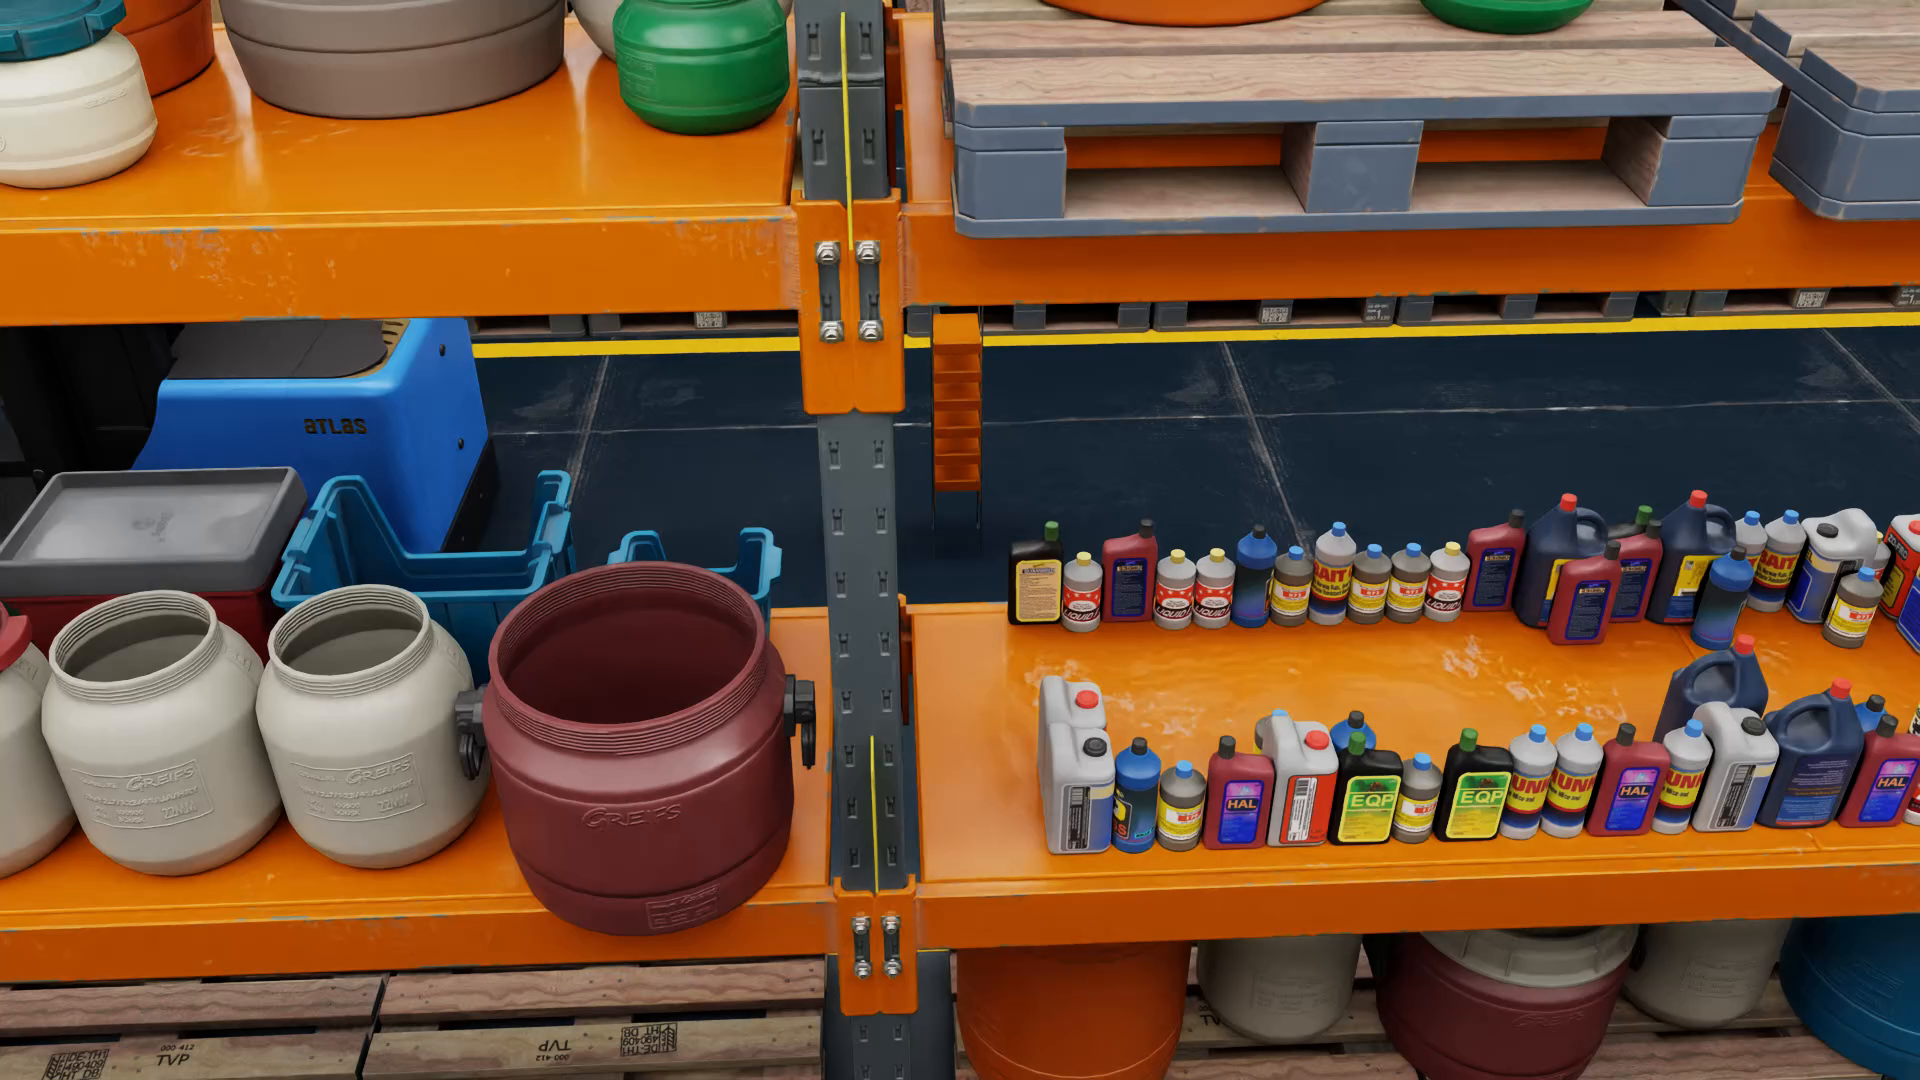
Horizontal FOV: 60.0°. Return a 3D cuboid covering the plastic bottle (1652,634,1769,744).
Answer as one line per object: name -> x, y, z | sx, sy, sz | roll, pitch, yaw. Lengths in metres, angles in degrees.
plastic bottle -> 1.653, 0.356, 3.643 | 0.185, 0.351, 0.144 | -2, 35, -2

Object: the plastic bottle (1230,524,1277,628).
plastic bottle -> 0.727, 0.081, 4.110 | 0.097, 0.271, 0.097 | 0, 35, 0

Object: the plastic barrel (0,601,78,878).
plastic barrel -> -2.062, 0.405, 3.409 | 0.433, 0.535, 0.433 | 0, 35, 0

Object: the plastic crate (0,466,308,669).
plastic crate -> -1.826, 0.129, 3.871 | 0.583, 0.464, 0.402 | -2, 35, -2

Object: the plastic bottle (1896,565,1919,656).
plastic bottle -> 2.400, 0.136, 4.026 | 0.135, 0.276, 0.152 | -2, 35, -2

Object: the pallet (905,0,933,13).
pallet -> 0.245, -2.509, 7.908 | 1.003, 0.211, 1.213 | -2, 35, -2

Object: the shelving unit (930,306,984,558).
shelving unit -> -0.014, -0.493, 6.408 | 0.189, 1.200, 0.258 | -2, 35, -2

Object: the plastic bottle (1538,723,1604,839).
plastic bottle -> 1.290, 0.498, 3.507 | 0.097, 0.271, 0.097 | 0, 35, 0

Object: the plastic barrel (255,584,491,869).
plastic barrel -> -1.215, 0.389, 3.454 | 0.421, 0.512, 0.421 | 0, 35, 0

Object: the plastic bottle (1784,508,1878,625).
plastic bottle -> 2.161, 0.056, 4.142 | 0.135, 0.276, 0.152 | -2, 35, -2

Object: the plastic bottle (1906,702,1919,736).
plastic bottle -> 2.160, 0.388, 3.666 | 0.097, 0.271, 0.097 | 0, 35, 0

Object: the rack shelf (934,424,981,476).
rack shelf -> -0.014, -0.358, 6.502 | 0.180, 0.103, 0.258 | -2, 35, -2

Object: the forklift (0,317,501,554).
forklift -> -3.429, -1.122, 5.796 | 3.031, 2.935, 1.130 | 0, 35, -1

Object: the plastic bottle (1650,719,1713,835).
plastic bottle -> 1.521, 0.492, 3.516 | 0.097, 0.271, 0.097 | 0, 35, 0

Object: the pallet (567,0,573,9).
pallet -> -2.663, -4.148, 12.558 | 1.213, 0.211, 1.003 | -2, 35, -2

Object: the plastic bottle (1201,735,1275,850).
plastic bottle -> 0.580, 0.523, 3.461 | 0.133, 0.283, 0.061 | -2, 35, -2

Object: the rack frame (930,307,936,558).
rack frame -> -0.106, -0.491, 6.404 | 0.006, 1.200, 0.240 | -2, 35, -2

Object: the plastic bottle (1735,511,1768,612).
plastic bottle -> 1.947, 0.048, 4.157 | 0.097, 0.271, 0.097 | 0, 35, 0

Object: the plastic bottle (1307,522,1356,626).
plastic bottle -> 0.922, 0.076, 4.117 | 0.097, 0.271, 0.097 | 0, 35, 0

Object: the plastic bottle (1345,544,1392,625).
plastic bottle -> 1.019, 0.102, 4.141 | 0.097, 0.201, 0.097 | 0, 35, 0

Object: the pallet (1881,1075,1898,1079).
pallet -> 3.025, 1.322, 4.654 | 1.213, 0.211, 1.003 | -2, 35, -2

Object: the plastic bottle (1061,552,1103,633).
plastic bottle -> 0.302, 0.121, 4.113 | 0.097, 0.201, 0.097 | 0, 35, 0

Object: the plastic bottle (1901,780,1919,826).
plastic bottle -> 2.070, 0.506, 3.557 | 0.097, 0.201, 0.097 | 0, 35, 0

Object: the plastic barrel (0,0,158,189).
plastic barrel -> -1.457, -0.724, 2.646 | 0.301, 0.262, 0.301 | 0, 35, 0

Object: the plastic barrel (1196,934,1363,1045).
plastic barrel -> 0.850, 1.047, 4.418 | 0.421, 0.512, 0.421 | 0, 35, 0

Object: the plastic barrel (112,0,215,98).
plastic barrel -> -1.681, -1.208, 2.846 | 0.708, 0.830, 0.600 | -2, 35, -2

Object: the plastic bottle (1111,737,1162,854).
plastic bottle -> 0.367, 0.523, 3.471 | 0.097, 0.271, 0.097 | 0, 35, 0

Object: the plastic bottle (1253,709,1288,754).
plastic bottle -> 0.688, 0.457, 3.629 | 0.097, 0.201, 0.097 | 0, 35, 0

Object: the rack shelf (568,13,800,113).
rack shelf -> -2.426, -2.180, 7.897 | 4.000, 0.370, 1.077 | -2, 35, -2

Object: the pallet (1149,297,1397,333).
pallet -> 1.535, -1.413, 8.606 | 1.213, 0.211, 1.003 | -2, 35, -2

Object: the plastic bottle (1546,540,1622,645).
plastic bottle -> 1.519, 0.127, 4.034 | 0.133, 0.283, 0.061 | -2, 35, -2

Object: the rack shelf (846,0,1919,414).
rack shelf -> 1.800, -0.706, 3.130 | 4.000, 0.370, 1.077 | -2, 35, -2

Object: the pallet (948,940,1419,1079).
pallet -> 0.588, 1.388, 4.559 | 1.213, 0.211, 1.003 | -2, 35, -2

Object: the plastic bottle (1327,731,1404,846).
plastic bottle -> 0.848, 0.516, 3.471 | 0.133, 0.283, 0.061 | -2, 35, -2

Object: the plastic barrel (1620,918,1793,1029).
plastic barrel -> 1.978, 1.017, 4.462 | 0.421, 0.512, 0.421 | 0, 35, 0

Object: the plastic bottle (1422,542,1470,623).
plastic bottle -> 1.214, 0.097, 4.149 | 0.097, 0.201, 0.097 | 0, 35, 0

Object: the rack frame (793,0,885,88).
rack frame -> -0.198, -2.181, 1.994 | 0.127, 3.000, 1.000 | -2, 35, -2

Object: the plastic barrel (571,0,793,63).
plastic barrel -> -0.522, -1.159, 3.055 | 0.421, 0.512, 0.421 | 0, 35, 0

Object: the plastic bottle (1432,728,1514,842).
plastic bottle -> 1.079, 0.510, 3.480 | 0.133, 0.283, 0.061 | -2, 35, -2

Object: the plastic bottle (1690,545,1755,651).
plastic bottle -> 1.856, 0.133, 4.035 | 0.097, 0.271, 0.097 | 0, 35, 0

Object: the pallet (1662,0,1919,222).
pallet -> 1.887, -0.869, 2.900 | 1.213, 0.211, 1.003 | -2, 35, -2

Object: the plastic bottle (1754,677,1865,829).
plastic bottle -> 1.795, 0.439, 3.523 | 0.185, 0.351, 0.144 | -2, 35, -2

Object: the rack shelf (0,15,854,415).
rack shelf -> -2.195, -0.598, 2.974 | 4.000, 0.370, 1.077 | -2, 35, -2

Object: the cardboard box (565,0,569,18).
cardboard box -> -2.104, -2.517, 7.663 | 0.500, 0.500, 0.500 | -3, 35, -5

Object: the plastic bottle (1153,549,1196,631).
plastic bottle -> 0.533, 0.115, 4.122 | 0.097, 0.201, 0.097 | 0, 35, 0

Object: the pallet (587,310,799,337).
pallet -> -1.252, -1.383, 8.563 | 1.213, 0.211, 1.003 | -2, 35, -2

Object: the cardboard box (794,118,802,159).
cardboard box -> -0.965, -1.955, 8.494 | 0.500, 0.311, 0.500 | 0, 35, -1

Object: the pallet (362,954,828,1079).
pallet -> -0.973, 1.431, 4.496 | 1.213, 0.211, 1.003 | -2, 35, -2

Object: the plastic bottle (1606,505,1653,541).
plastic bottle -> 1.646, 0.041, 4.157 | 0.133, 0.283, 0.061 | -2, 35, -2

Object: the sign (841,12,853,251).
sign -> -0.164, -0.592, 2.426 | 0.005, 0.325, 0.100 | -2, 35, -2

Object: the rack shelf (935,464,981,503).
rack shelf -> -0.014, -0.259, 6.570 | 0.180, 0.103, 0.258 | -2, 35, -2

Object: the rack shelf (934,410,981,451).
rack shelf -> -0.014, -0.456, 6.433 | 0.180, 0.103, 0.258 | -2, 35, -2

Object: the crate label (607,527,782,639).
crate label -> -0.636, 0.153, 4.040 | 0.416, 0.233, 0.303 | -2, 35, -2

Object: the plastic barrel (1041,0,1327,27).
plastic barrel -> 0.370, -1.310, 2.625 | 0.708, 0.830, 0.600 | -2, 35, -2

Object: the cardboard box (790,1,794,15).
cardboard box -> -0.794, -2.508, 7.817 | 0.500, 0.311, 0.500 | 1, 35, 1

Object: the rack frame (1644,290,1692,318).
rack frame -> 3.567, -2.638, 7.925 | 0.127, 3.000, 1.000 | -2, 35, -2
